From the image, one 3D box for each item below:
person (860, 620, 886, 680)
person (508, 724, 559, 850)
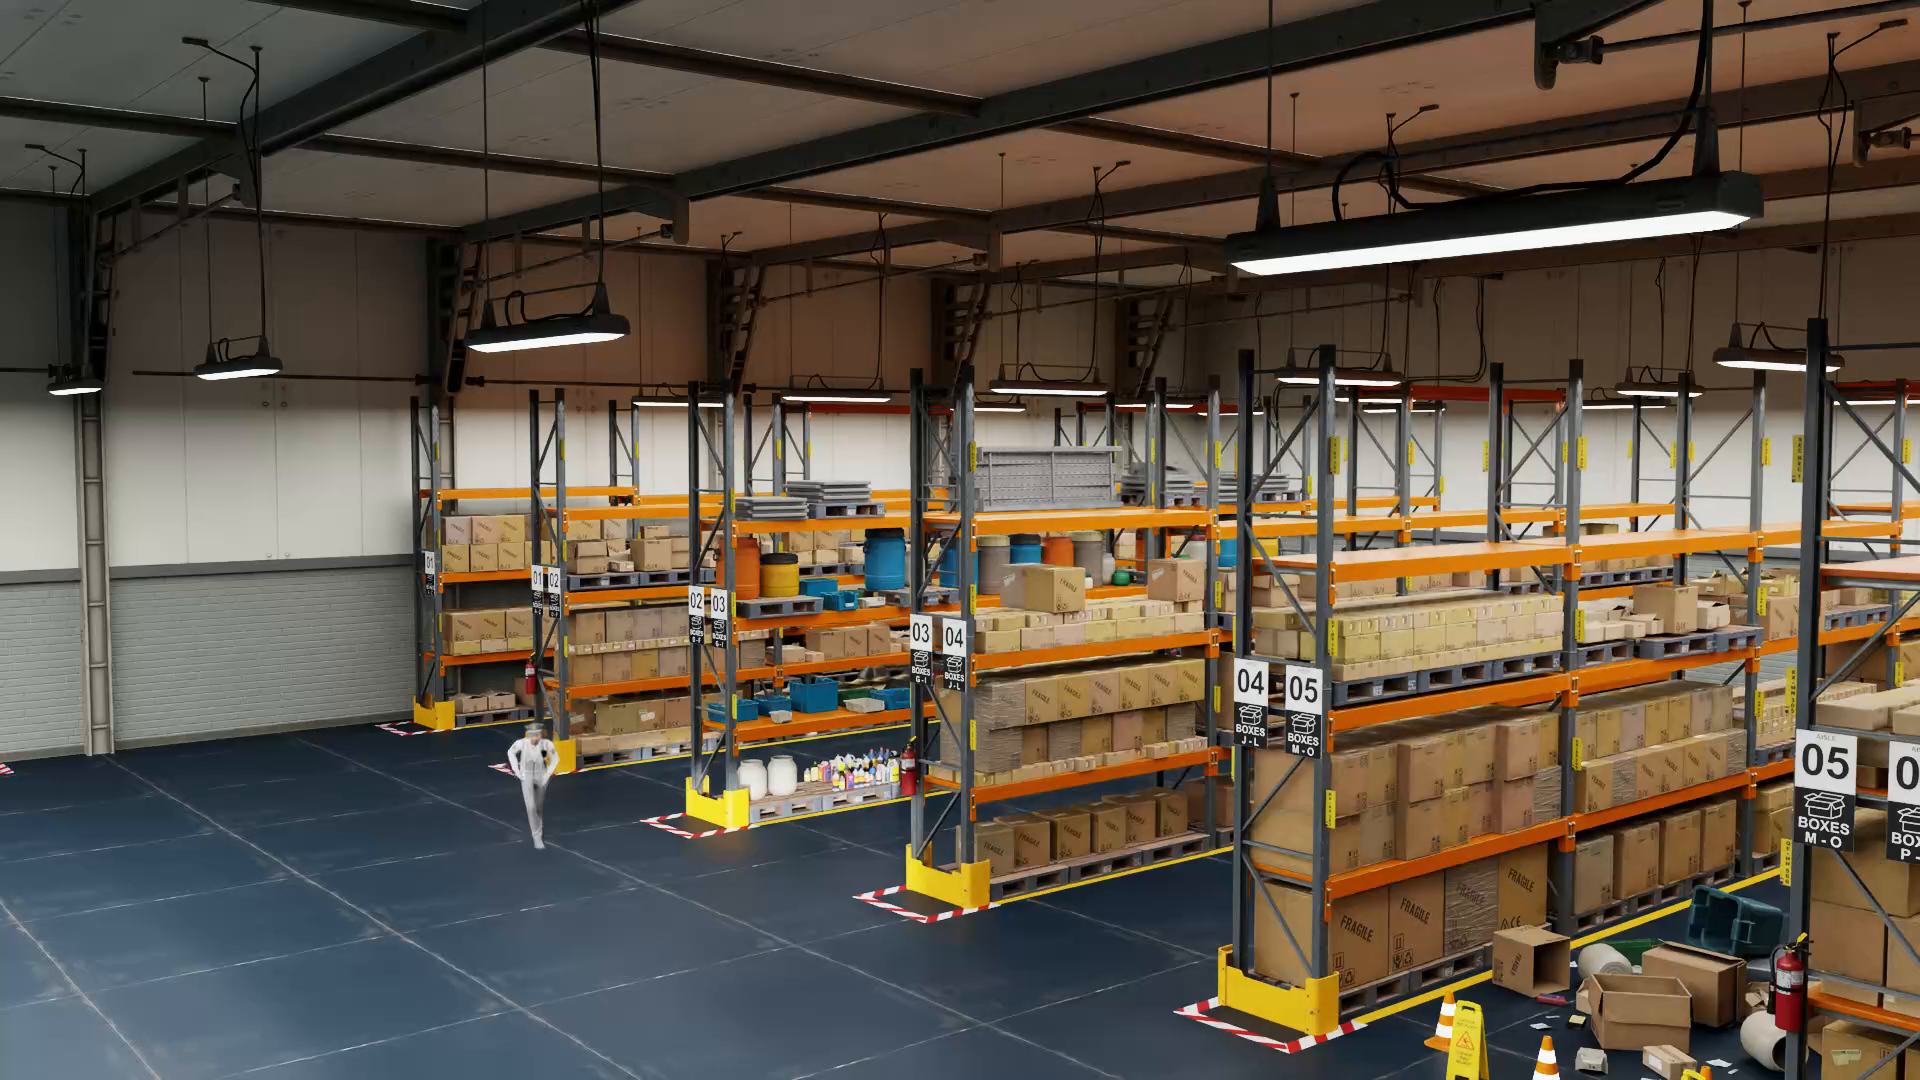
[{"bbox_3d":[-1.699,2.409,32.877,0.638,1.658,0.581,-3,4,-39],"label":"person"},{"bbox_3d":[-5.499,3.120,21.485,0.644,1.630,0.960,-1,3,-12],"label":"person"}]
